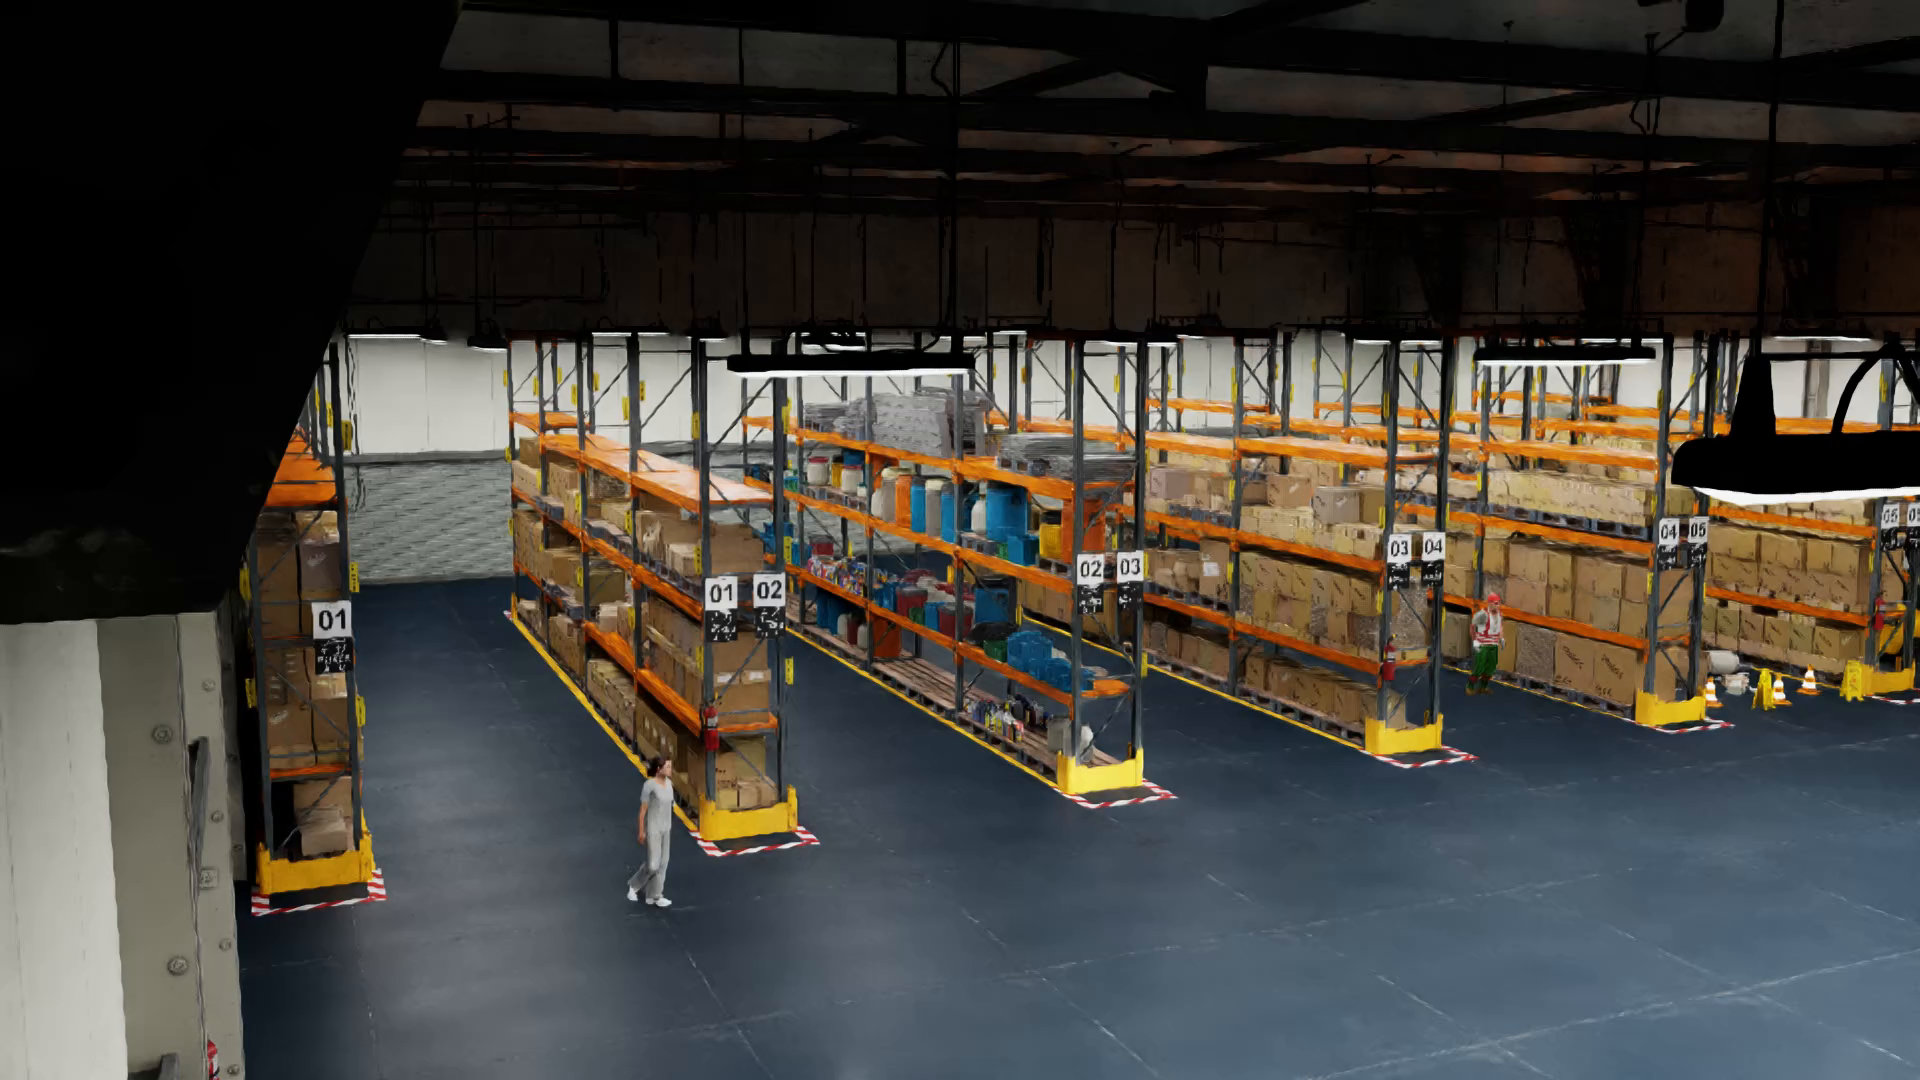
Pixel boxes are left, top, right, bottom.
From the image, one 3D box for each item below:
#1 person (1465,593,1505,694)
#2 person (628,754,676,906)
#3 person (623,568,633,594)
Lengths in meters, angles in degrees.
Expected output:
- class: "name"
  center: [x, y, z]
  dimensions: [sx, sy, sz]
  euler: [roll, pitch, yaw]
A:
- class: "person"
  center: [8.766, 1.725, 27.647]
  dimensions: [0.677, 1.742, 0.552]
  euler: [-3, 9, -24]
- class: "person"
  center: [-3.318, 3.099, 17.824]
  dimensions: [0.514, 1.664, 0.518]
  euler: [5, 9, 30]
- class: "person"
  center: [-6.534, 0.989, 33.059]
  dimensions: [0.363, 1.685, 0.602]
  euler: [-5, 9, -31]
